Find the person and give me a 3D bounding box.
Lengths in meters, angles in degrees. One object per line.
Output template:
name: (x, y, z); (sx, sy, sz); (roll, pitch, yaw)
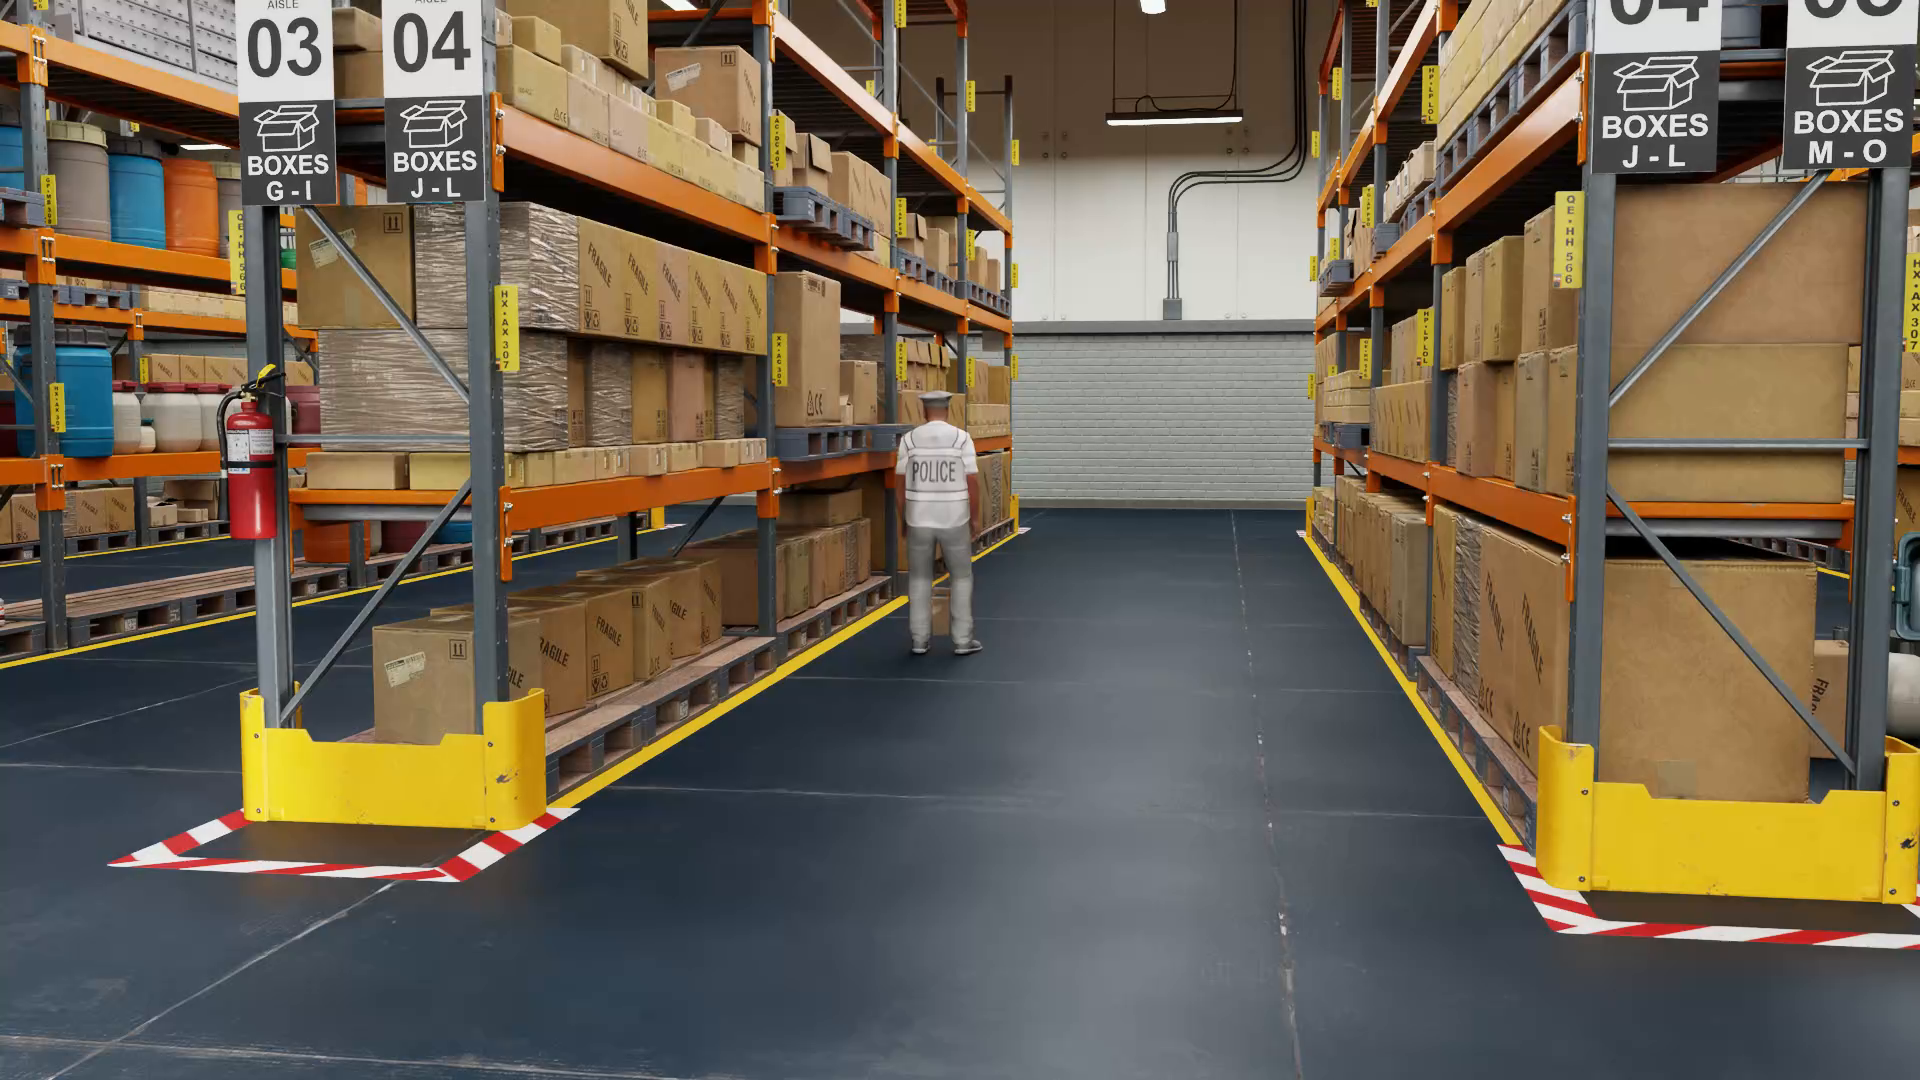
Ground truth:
person: (-0.148, -0.116, 11.081); (0.576, 1.748, 0.434); (1, 4, 7)
